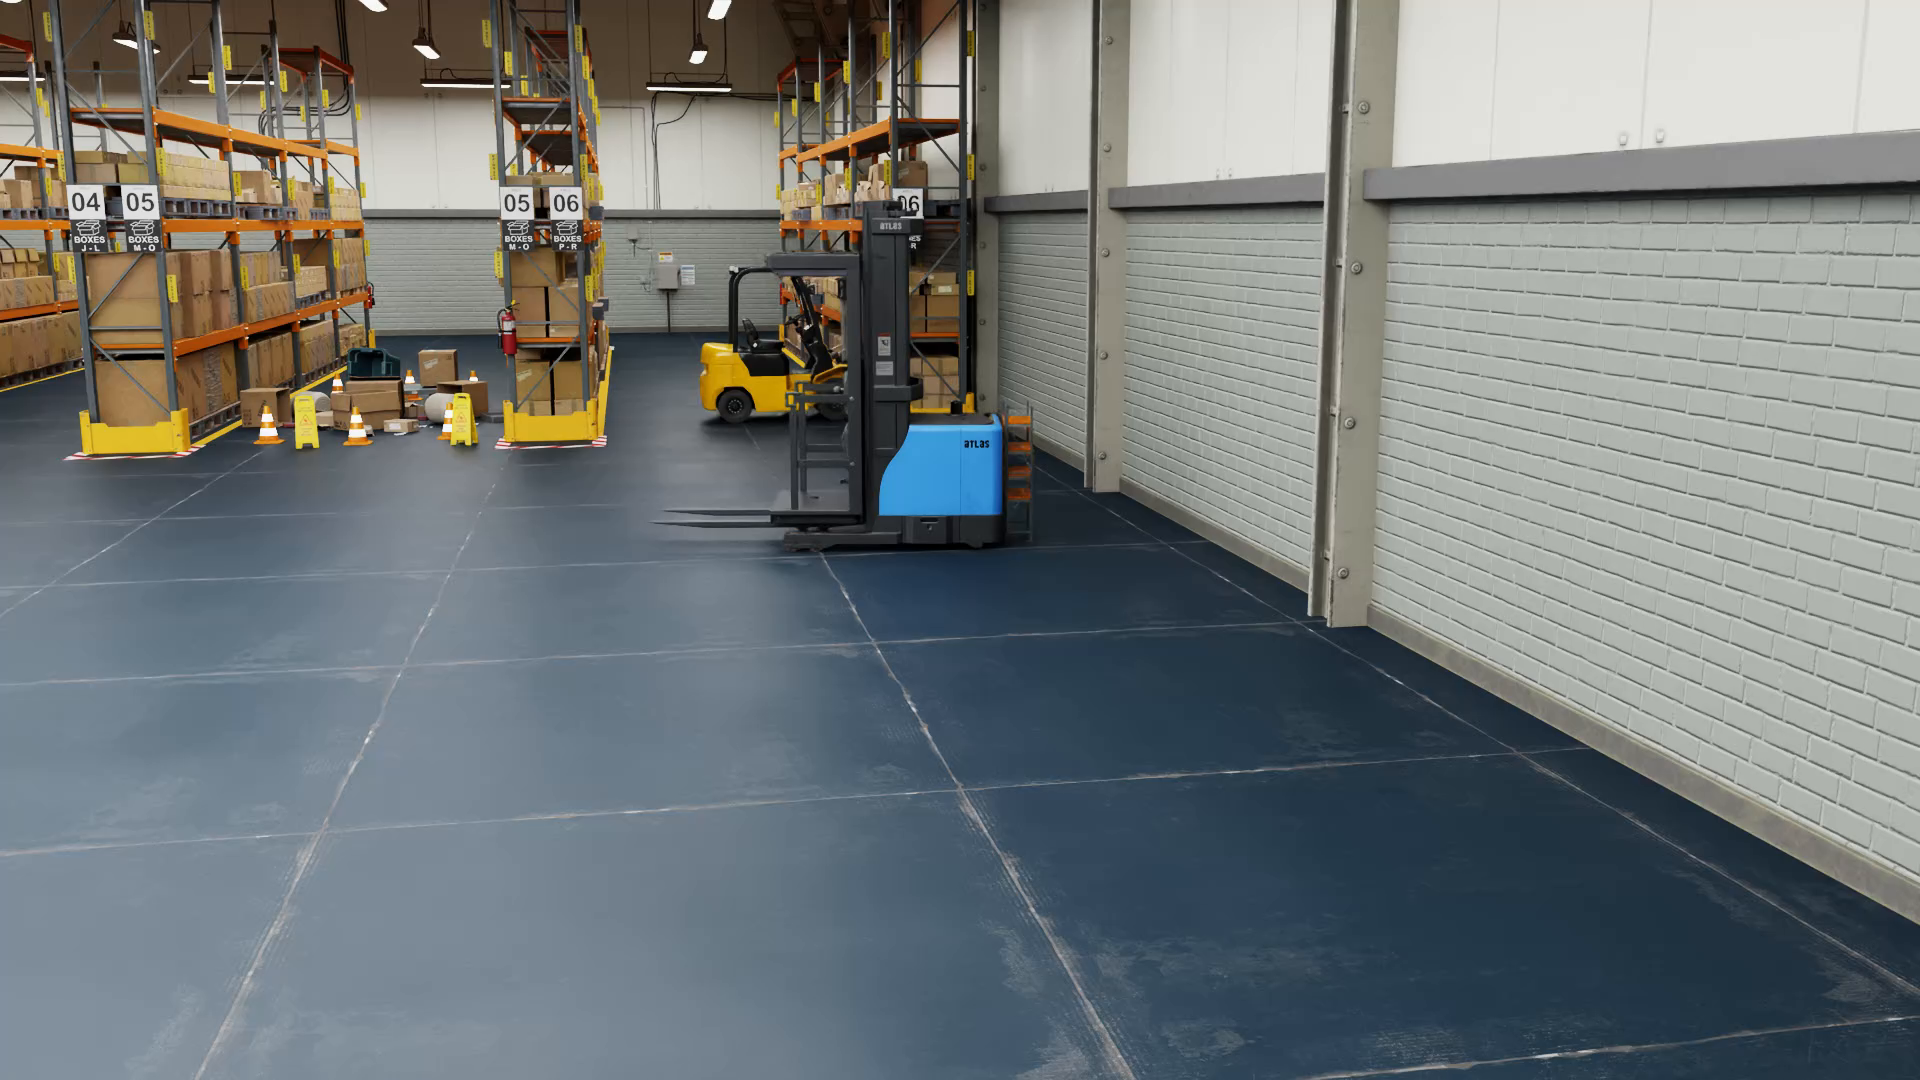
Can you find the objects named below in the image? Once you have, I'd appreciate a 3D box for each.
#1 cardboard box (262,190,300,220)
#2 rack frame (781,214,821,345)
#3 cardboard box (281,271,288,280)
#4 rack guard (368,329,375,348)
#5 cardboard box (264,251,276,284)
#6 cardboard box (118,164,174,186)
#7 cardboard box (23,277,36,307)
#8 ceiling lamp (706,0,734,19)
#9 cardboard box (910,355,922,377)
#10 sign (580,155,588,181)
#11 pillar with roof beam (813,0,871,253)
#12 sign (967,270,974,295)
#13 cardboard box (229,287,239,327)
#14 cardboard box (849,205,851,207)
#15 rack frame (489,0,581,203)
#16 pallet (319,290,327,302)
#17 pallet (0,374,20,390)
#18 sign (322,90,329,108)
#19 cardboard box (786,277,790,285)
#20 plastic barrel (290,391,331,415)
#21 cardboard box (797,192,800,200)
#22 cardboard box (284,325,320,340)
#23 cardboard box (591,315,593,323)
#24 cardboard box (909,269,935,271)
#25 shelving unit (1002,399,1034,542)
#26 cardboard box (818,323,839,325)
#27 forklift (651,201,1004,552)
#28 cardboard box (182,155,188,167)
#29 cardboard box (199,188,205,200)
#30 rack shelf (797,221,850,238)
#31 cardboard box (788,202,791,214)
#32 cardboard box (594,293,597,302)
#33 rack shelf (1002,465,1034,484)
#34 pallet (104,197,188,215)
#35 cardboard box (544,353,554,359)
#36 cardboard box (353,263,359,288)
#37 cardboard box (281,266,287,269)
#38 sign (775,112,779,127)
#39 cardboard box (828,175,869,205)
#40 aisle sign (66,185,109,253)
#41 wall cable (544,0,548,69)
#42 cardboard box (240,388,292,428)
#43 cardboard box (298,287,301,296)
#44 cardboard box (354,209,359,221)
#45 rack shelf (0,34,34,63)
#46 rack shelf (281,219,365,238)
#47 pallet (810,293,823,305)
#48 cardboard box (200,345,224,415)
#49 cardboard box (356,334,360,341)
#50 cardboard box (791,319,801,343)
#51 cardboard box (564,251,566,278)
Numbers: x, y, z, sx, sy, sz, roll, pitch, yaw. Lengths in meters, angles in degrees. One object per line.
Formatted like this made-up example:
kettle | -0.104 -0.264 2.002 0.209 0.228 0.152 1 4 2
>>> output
cardboard box | -11.519 -5.675 28.201 0.500 0.500 0.500 -2 11 -11
rack frame | -3.521 -5.885 37.594 1.000 3.000 0.127 -2 11 -11
cardboard box | -11.569 -4.506 28.305 0.380 0.149 0.250 -2 11 -11
rack guard | -13.210 -4.263 35.759 1.175 0.500 0.348 -2 11 -11
cardboard box | -11.492 -4.403 26.866 0.700 0.500 0.500 -2 11 -12
cardboard box | -9.955 -4.470 20.352 0.500 0.250 0.500 -2 11 -11
cardboard box | -16.775 -4.397 29.506 0.500 0.500 0.500 -2 11 -12
ceiling lamp | -3.316 -9.394 24.371 0.800 3.185 2.000 -2 11 -11
cardboard box | -0.804 -2.370 22.685 0.500 0.250 0.500 -2 11 -9
sign | -4.745 -4.692 20.966 0.100 0.325 0.005 -2 11 -11
pillar with roof beam | -6.217 -8.102 33.199 9.100 9.000 0.548 -2 11 -11
sign | 0.137 -3.434 22.188 0.100 0.325 0.005 -2 11 -11
cardboard box | -10.807 -3.311 23.668 0.875 0.550 0.550 -2 11 -11
cardboard box | -1.802 -6.089 29.979 0.380 0.149 0.250 -2 11 -10
rack frame | -5.277 -5.716 20.663 1.000 3.000 0.127 -2 11 -11
pallet | -12.441 -4.532 30.998 1.003 0.211 1.213 -2 11 -11
pallet | -16.633 -2.654 28.074 1.003 0.211 1.213 -2 11 -11
sign | -11.904 -8.277 31.193 0.100 0.325 0.005 -2 11 -11
cardboard box | -3.497 -5.679 36.118 0.500 0.250 0.500 -2 11 -12
plastic barrel | -9.165 -1.887 23.476 0.512 0.421 0.421 6 12 28
cardboard box | -2.985 -6.738 32.538 0.380 0.149 0.250 -2 11 -12
cardboard box | -11.748 -3.704 29.693 0.500 0.250 0.500 -2 11 -11
cardboard box | -5.638 -3.286 24.612 0.380 0.149 0.250 -2 11 -10
cardboard box | -0.537 -3.819 23.939 0.380 0.149 0.250 -2 11 -11
shelving unit | 0.509 -0.622 14.755 0.258 1.200 0.503 0 11 -1
cardboard box | -2.537 -4.087 31.976 0.380 0.149 0.250 -2 11 -11
forklift | -1.147 -1.438 14.415 3.031 2.935 1.130 0 11 -1
cardboard box | -10.062 -4.827 21.163 0.380 0.149 0.250 -2 11 -12
cardboard box | -10.209 -4.575 21.970 0.380 0.149 0.250 -2 11 -11
rack shelf | -2.354 -5.905 31.599 1.077 0.370 4.000 -2 11 -11
cardboard box | -3.373 -7.059 35.344 0.500 0.250 0.500 -2 11 -12
cardboard box | -6.079 -3.939 26.917 0.380 0.149 0.250 -2 11 -9
rack shelf | 0.509 -0.556 14.768 0.258 0.148 0.480 0 11 -1
pallet | -10.267 -4.137 20.622 1.003 0.211 1.213 -2 11 -11
cardboard box | -5.885 -2.319 23.084 0.500 0.500 0.500 -2 11 -12
cardboard box | -12.682 -5.440 34.194 0.500 0.500 0.500 -2 11 -11
cardboard box | -12.821 -5.058 31.205 0.380 0.149 0.250 -2 11 -8
sign | -4.053 -9.310 36.835 0.100 0.325 0.005 -2 11 -11
cardboard box | -1.867 -5.965 28.335 0.700 0.500 0.500 -2 11 -12
aisle sign | -10.393 -3.824 19.812 0.394 0.787 0.004 -2 11 -11
wall cable | -11.289 -12.574 40.649 2.355 3.000 0.029 -2 11 -11
cardboard box | -9.582 -1.830 22.969 0.500 0.500 0.500 0 11 -1
cardboard box | -11.663 -4.309 28.862 0.380 0.149 0.250 -2 11 -8
cardboard box | -12.770 -6.738 34.454 0.500 0.250 0.500 -2 11 -11
rack shelf | -16.943 -8.469 28.162 1.077 0.370 4.000 -2 11 -11
rack shelf | -12.836 -6.259 33.458 1.077 0.370 4.000 -2 11 -11
pallet | -2.165 -4.445 30.543 1.213 0.211 1.003 -2 11 -11
cardboard box | -10.658 -2.184 22.708 0.875 0.875 0.875 -2 11 -11
cardboard box | -12.626 -4.181 34.347 0.380 0.149 0.250 -2 11 -10
cardboard box | -3.362 -4.489 35.821 0.500 0.500 0.500 -2 11 -10
cardboard box | -6.182 -4.101 24.483 0.700 0.500 0.500 -2 11 -12
